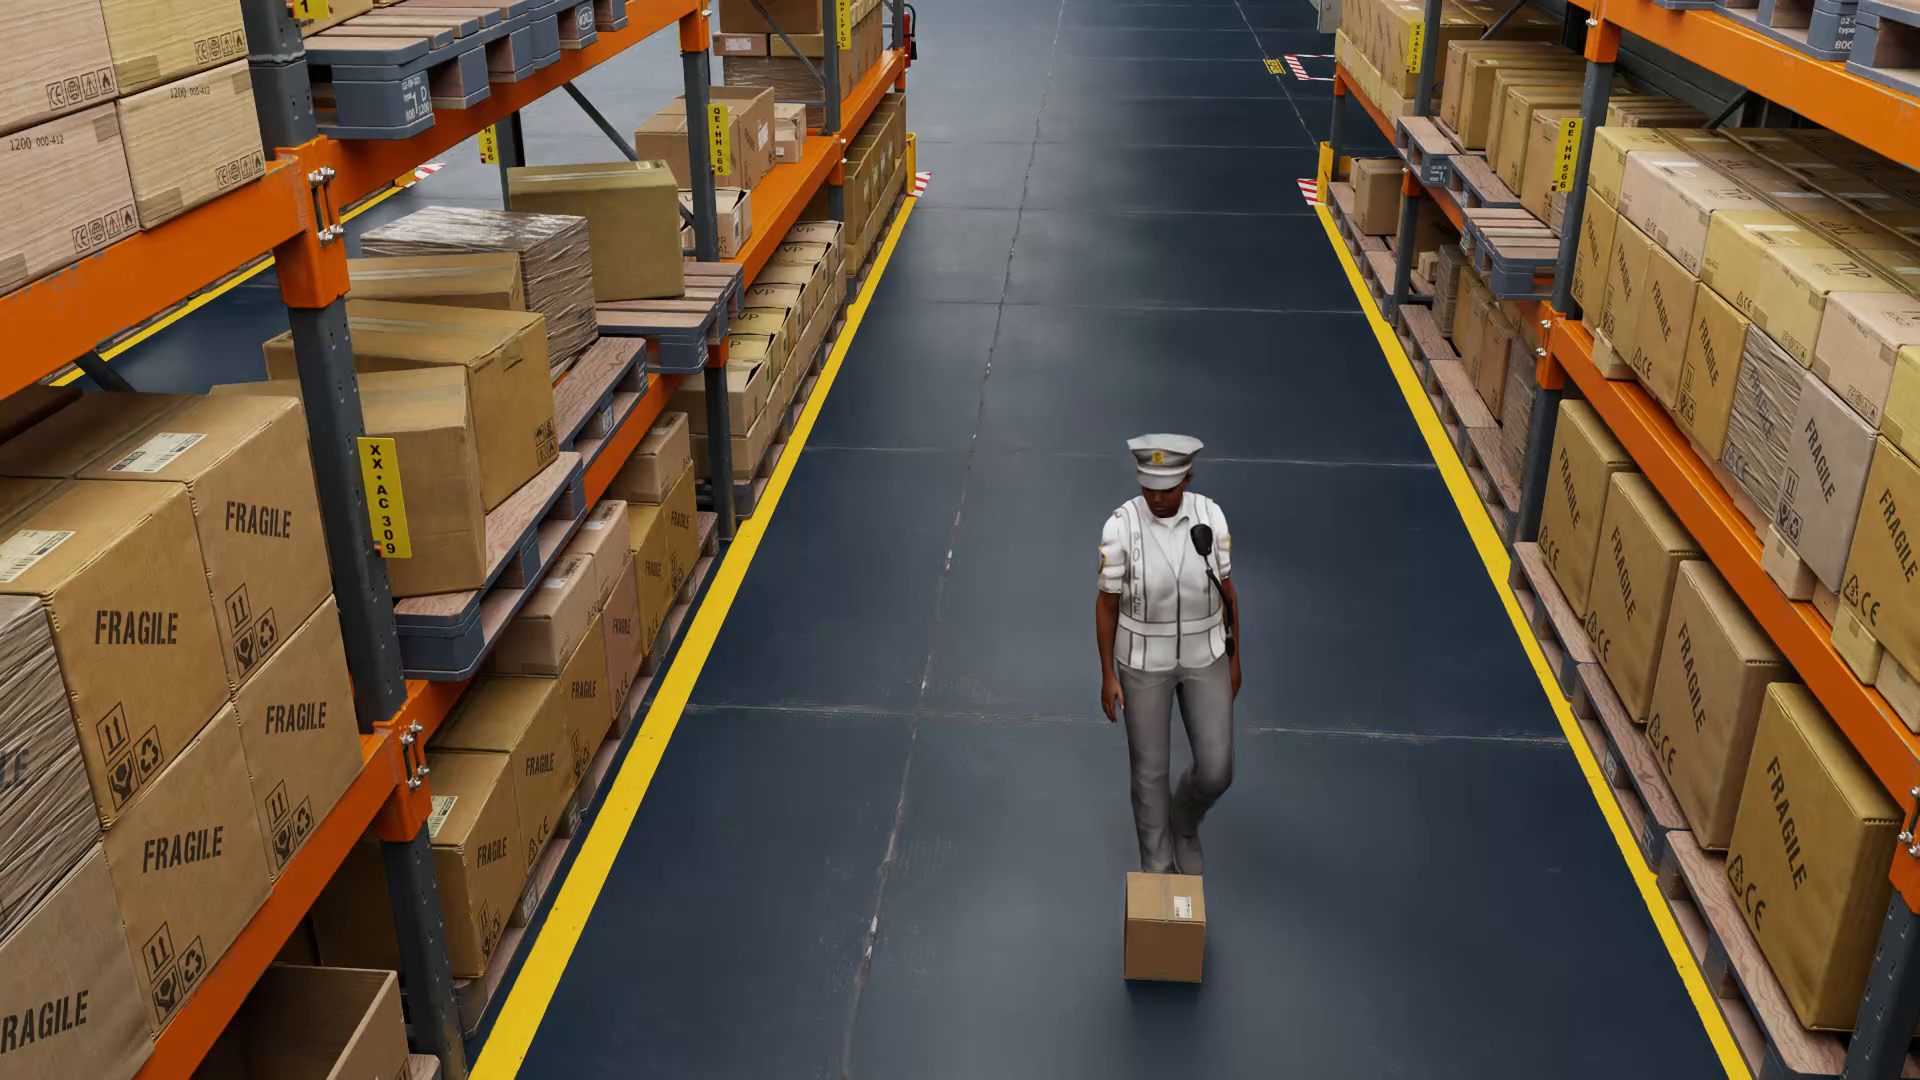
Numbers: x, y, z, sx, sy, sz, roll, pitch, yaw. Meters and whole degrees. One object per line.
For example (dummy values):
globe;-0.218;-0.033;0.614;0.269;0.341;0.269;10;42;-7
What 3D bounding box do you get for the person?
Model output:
person;0.716;0.482;5.579;0.508;1.703;0.528;-2;25;-4
